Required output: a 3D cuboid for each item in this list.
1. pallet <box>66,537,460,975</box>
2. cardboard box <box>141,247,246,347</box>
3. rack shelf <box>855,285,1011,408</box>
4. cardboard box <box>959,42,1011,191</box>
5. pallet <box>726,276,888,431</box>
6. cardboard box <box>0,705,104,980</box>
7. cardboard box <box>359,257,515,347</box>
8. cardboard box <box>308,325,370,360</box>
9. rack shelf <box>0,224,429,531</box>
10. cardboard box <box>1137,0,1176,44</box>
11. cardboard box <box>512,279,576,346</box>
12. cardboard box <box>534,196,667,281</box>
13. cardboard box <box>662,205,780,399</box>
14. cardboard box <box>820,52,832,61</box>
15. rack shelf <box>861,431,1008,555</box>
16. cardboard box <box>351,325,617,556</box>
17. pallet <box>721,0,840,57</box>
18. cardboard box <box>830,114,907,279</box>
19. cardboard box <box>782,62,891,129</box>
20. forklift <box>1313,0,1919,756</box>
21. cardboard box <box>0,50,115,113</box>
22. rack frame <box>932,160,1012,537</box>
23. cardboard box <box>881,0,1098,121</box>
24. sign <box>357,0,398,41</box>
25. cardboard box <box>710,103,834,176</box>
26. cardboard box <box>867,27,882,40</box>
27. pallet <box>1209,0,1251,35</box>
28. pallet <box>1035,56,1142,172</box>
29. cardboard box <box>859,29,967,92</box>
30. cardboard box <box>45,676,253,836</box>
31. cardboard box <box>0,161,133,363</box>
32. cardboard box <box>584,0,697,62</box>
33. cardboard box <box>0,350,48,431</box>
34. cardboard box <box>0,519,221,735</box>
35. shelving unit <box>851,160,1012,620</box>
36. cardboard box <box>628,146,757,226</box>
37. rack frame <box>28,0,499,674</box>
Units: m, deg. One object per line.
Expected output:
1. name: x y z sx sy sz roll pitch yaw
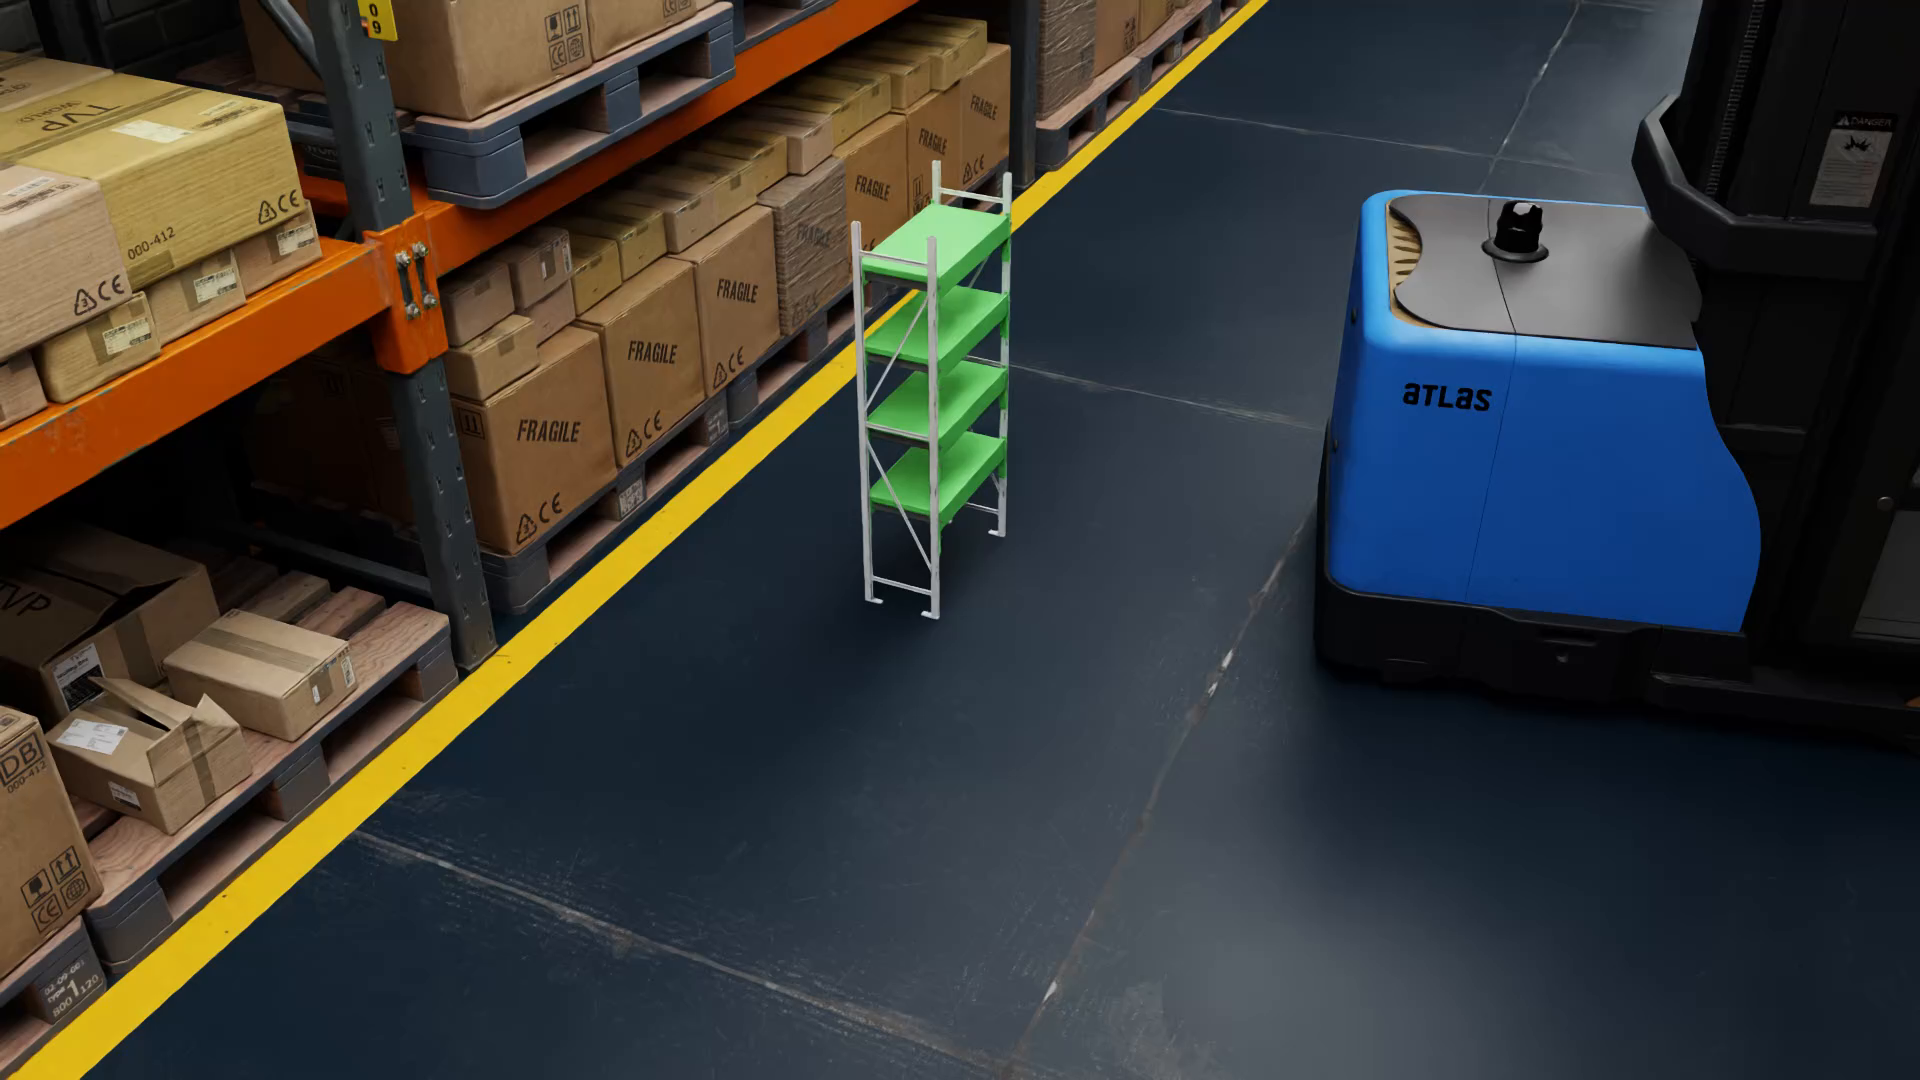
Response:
1. pallet: -2.090 0.484 4.319 1.003 0.211 1.213 14 36 20
2. cardboard box: -1.795 -0.567 3.609 0.380 0.149 0.250 15 36 22
3. rack shelf: -0.069 -0.567 4.699 0.258 0.148 0.480 14 36 20
4. cardboard box: -0.110 -1.886 7.288 0.500 0.500 0.500 15 36 22
5. pallet: -0.987 -0.881 6.401 1.003 0.211 1.213 14 36 20
6. cardboard box: -2.306 0.622 3.463 0.700 0.500 0.500 13 35 19
7. cardboard box: -1.465 -0.681 4.587 0.380 0.149 0.250 14 36 20
8. cardboard box: -1.910 -0.675 4.848 0.380 0.149 0.250 13 35 19
9. rack shelf: -2.639 0.273 2.754 1.077 0.370 4.000 14 36 20
10. cardboard box: 0.692 -3.168 9.129 0.875 0.625 0.625 13 35 19
11. cardboard box: -1.365 -0.698 4.885 0.380 0.149 0.250 13 35 19
12. cardboard box: -1.165 -0.969 5.297 0.380 0.149 0.250 14 36 20
13. cardboard box: -0.969 -0.858 5.720 0.500 0.500 0.500 13 35 19
14. cardboard box: -0.765 -2.103 7.027 0.380 0.149 0.250 15 36 22
15. rack shelf: -0.069 -0.165 4.962 0.258 0.148 0.480 14 36 20
16. cardboard box: -1.395 -0.343 4.935 0.500 0.500 0.500 16 36 23
17. pallet: -0.938 -1.966 5.688 1.003 0.211 1.213 14 36 20
18. cardboard box: -0.546 -1.378 6.513 0.500 0.500 0.500 16 36 23
19. cardboard box: -0.493 -1.728 6.455 0.380 0.149 0.250 15 36 22
20. forklift: 2.564 -0.951 4.028 3.031 2.935 1.130 6 34 9
21. cardboard box: -2.255 -0.901 3.753 0.500 0.250 0.500 14 36 20
22. rack frame: 0.033 -0.541 4.981 0.240 1.200 0.015 14 36 20
23. cardboard box: 0.145 -2.506 8.119 0.875 0.625 0.625 15 36 22
24. sign: -1.306 -1.265 3.654 0.100 0.325 0.005 14 36 20
25. cardboard box: -0.685 -1.459 6.045 0.380 0.149 0.250 12 35 18
26. cardboard box: -0.560 -2.001 7.462 0.500 0.500 0.500 16 36 22
27. pallet: 1.272 -3.466 10.343 1.003 0.211 1.213 14 36 20
28. pallet: 0.251 -2.251 8.490 1.003 0.211 1.213 14 36 20
29. cardboard box: -0.191 -1.970 6.824 0.380 0.149 0.250 12 35 18
30. cardboard box: -1.918 0.467 3.913 0.396 0.266 0.258 15 36 22
31. cardboard box: -1.990 -0.523 3.177 0.500 0.250 0.500 14 36 21
32. cardboard box: -1.180 -1.689 4.616 0.700 0.500 0.500 15 36 21
33. cardboard box: -2.016 -0.308 3.213 0.380 0.149 0.250 15 36 22
34. cardboard box: -2.293 0.200 4.279 0.500 0.311 0.500 15 36 22
35. shelving unit: -0.069 -0.419 4.795 0.258 1.200 0.503 14 36 20
36. cardboard box: -0.921 -1.208 5.661 0.380 0.149 0.250 15 36 22
37. rack frame: -1.802 -1.024 4.076 1.000 3.000 0.127 14 36 20
